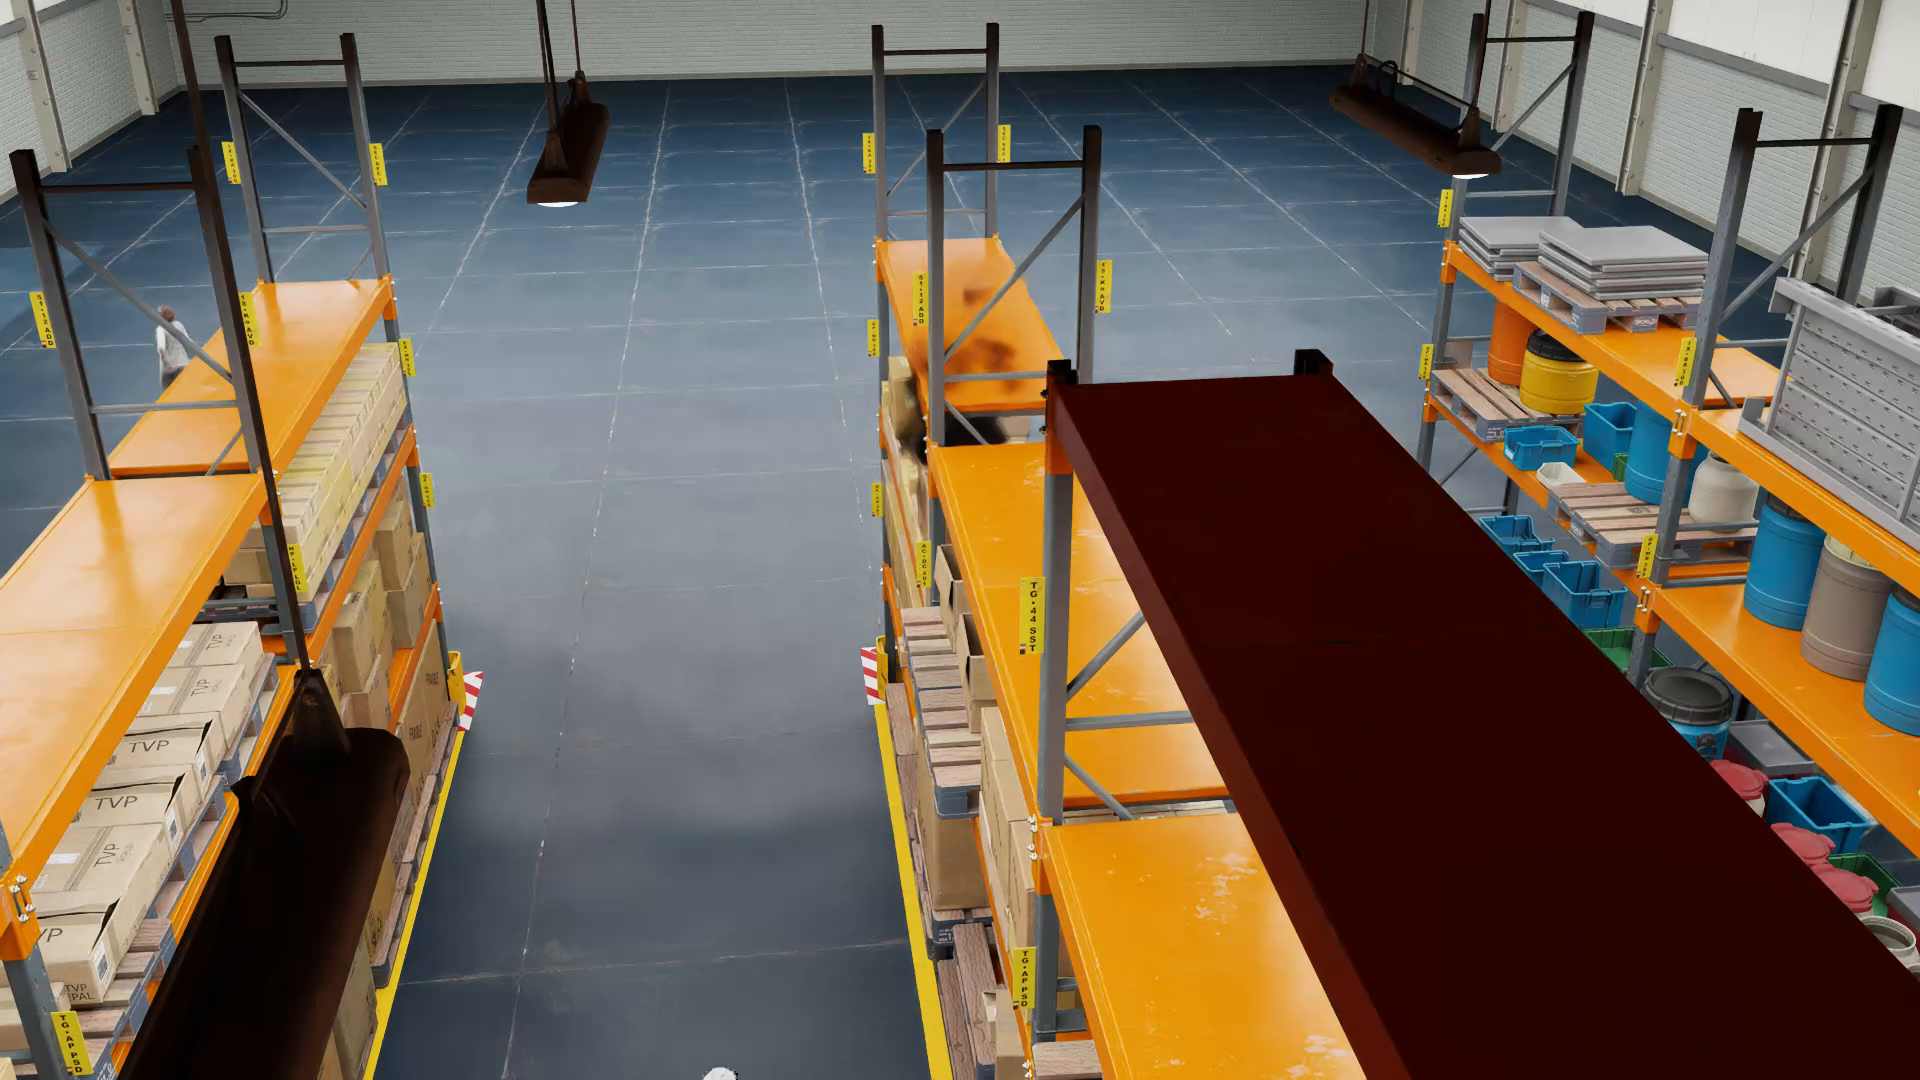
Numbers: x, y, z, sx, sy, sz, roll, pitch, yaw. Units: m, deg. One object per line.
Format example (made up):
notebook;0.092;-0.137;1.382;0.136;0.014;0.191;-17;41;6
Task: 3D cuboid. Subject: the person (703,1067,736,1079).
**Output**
person;-1.253;3.538;9.075;0.691;1.723;0.586;-8;27;-15

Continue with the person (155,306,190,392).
person;-10.055;-2.211;21.323;0.636;1.645;0.524;18;31;33

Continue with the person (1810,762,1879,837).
person;6.925;1.688;13.094;0.597;1.634;0.754;-11;27;-21
